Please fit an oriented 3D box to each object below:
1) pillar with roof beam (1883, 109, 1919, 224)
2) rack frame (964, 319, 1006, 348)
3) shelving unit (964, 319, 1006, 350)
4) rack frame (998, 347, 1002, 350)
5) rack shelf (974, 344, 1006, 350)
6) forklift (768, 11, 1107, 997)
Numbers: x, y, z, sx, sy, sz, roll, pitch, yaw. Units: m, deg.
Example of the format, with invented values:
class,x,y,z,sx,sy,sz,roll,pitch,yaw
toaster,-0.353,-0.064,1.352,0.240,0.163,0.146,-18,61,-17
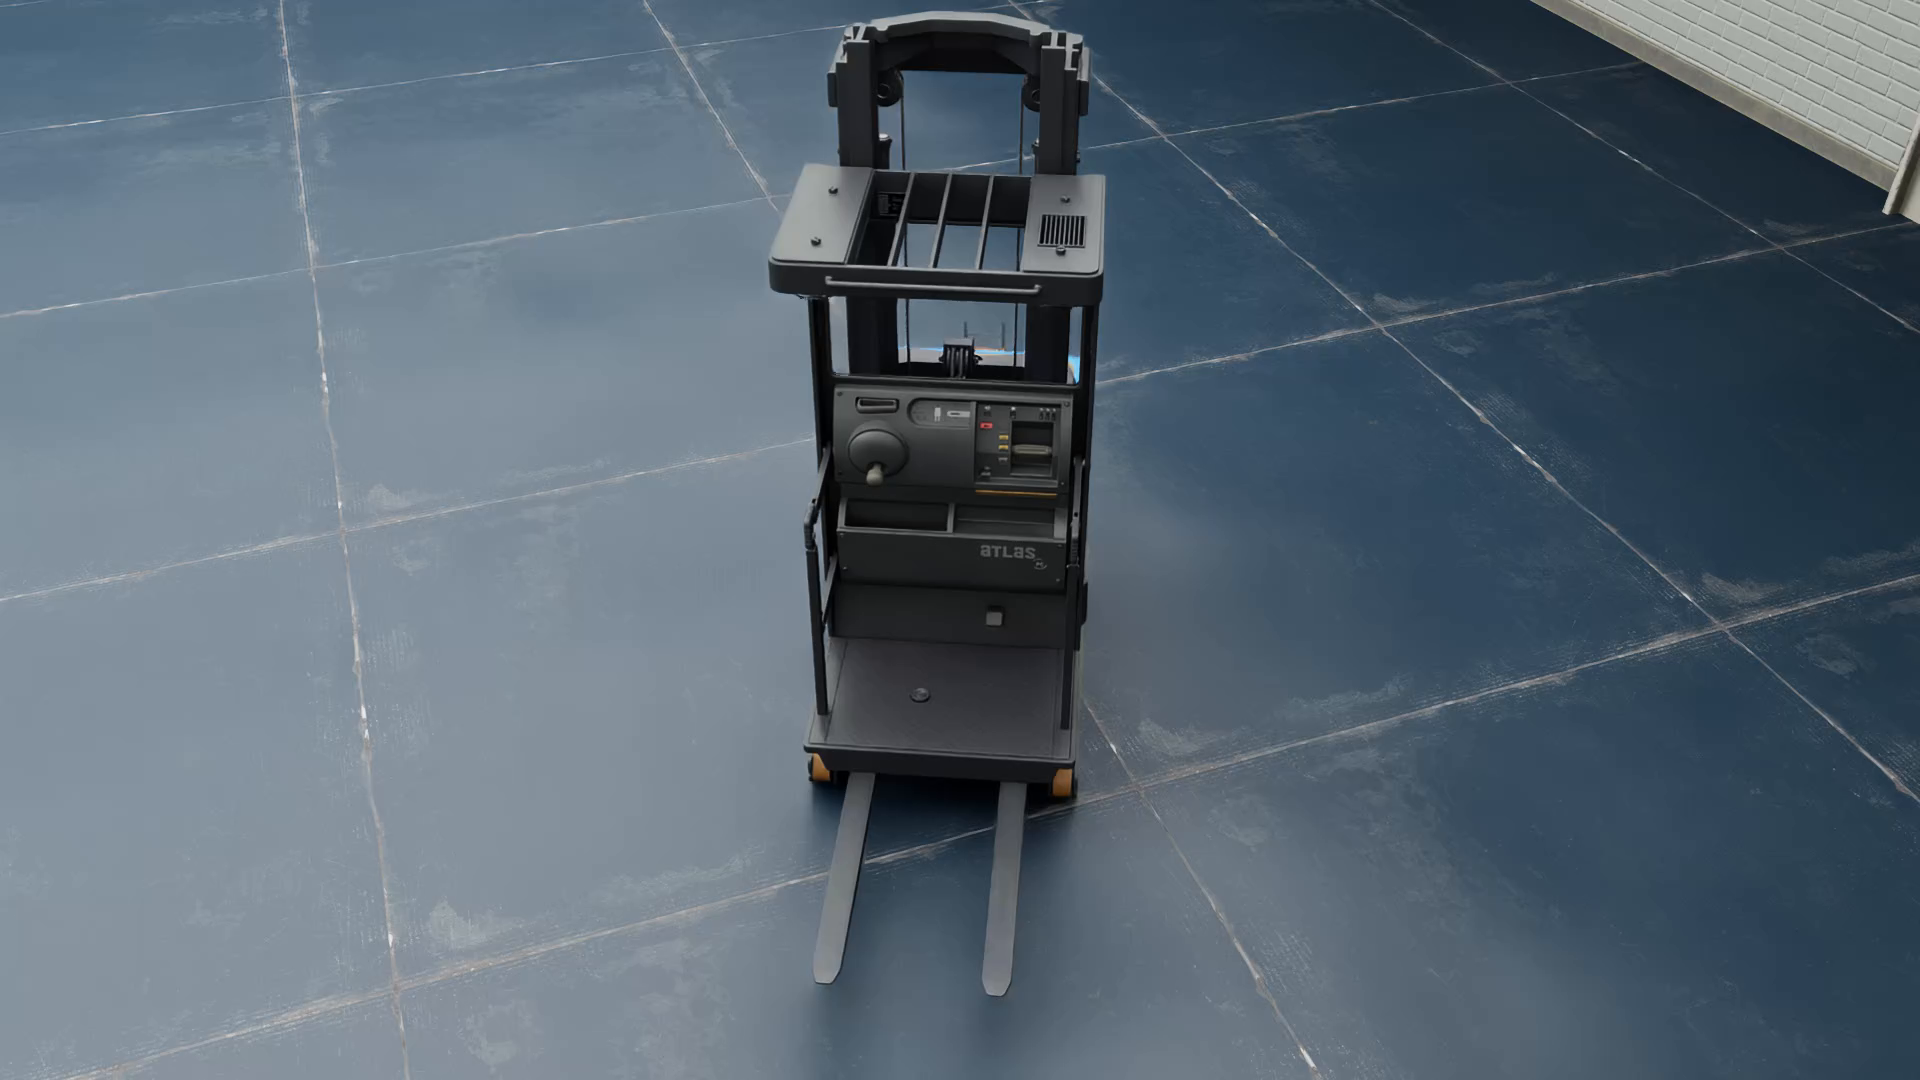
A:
class,x,y,z,sx,sy,sz,roll,pitch,yaw
pillar with roof beam,2.417,-4.852,7.272,9.100,9.000,0.400,-12,39,-16
rack frame,0.119,-0.630,8.273,0.200,1.050,0.008,4,37,5
shelving unit,0.107,-0.557,8.177,0.215,1.050,0.252,4,37,5
rack frame,0.095,-0.483,8.080,0.200,1.050,0.008,4,37,5
rack shelf,0.107,-0.775,8.012,0.215,0.259,0.240,4,37,5
forklift,-0.046,-0.320,6.299,1.130,2.935,3.031,3,37,4
